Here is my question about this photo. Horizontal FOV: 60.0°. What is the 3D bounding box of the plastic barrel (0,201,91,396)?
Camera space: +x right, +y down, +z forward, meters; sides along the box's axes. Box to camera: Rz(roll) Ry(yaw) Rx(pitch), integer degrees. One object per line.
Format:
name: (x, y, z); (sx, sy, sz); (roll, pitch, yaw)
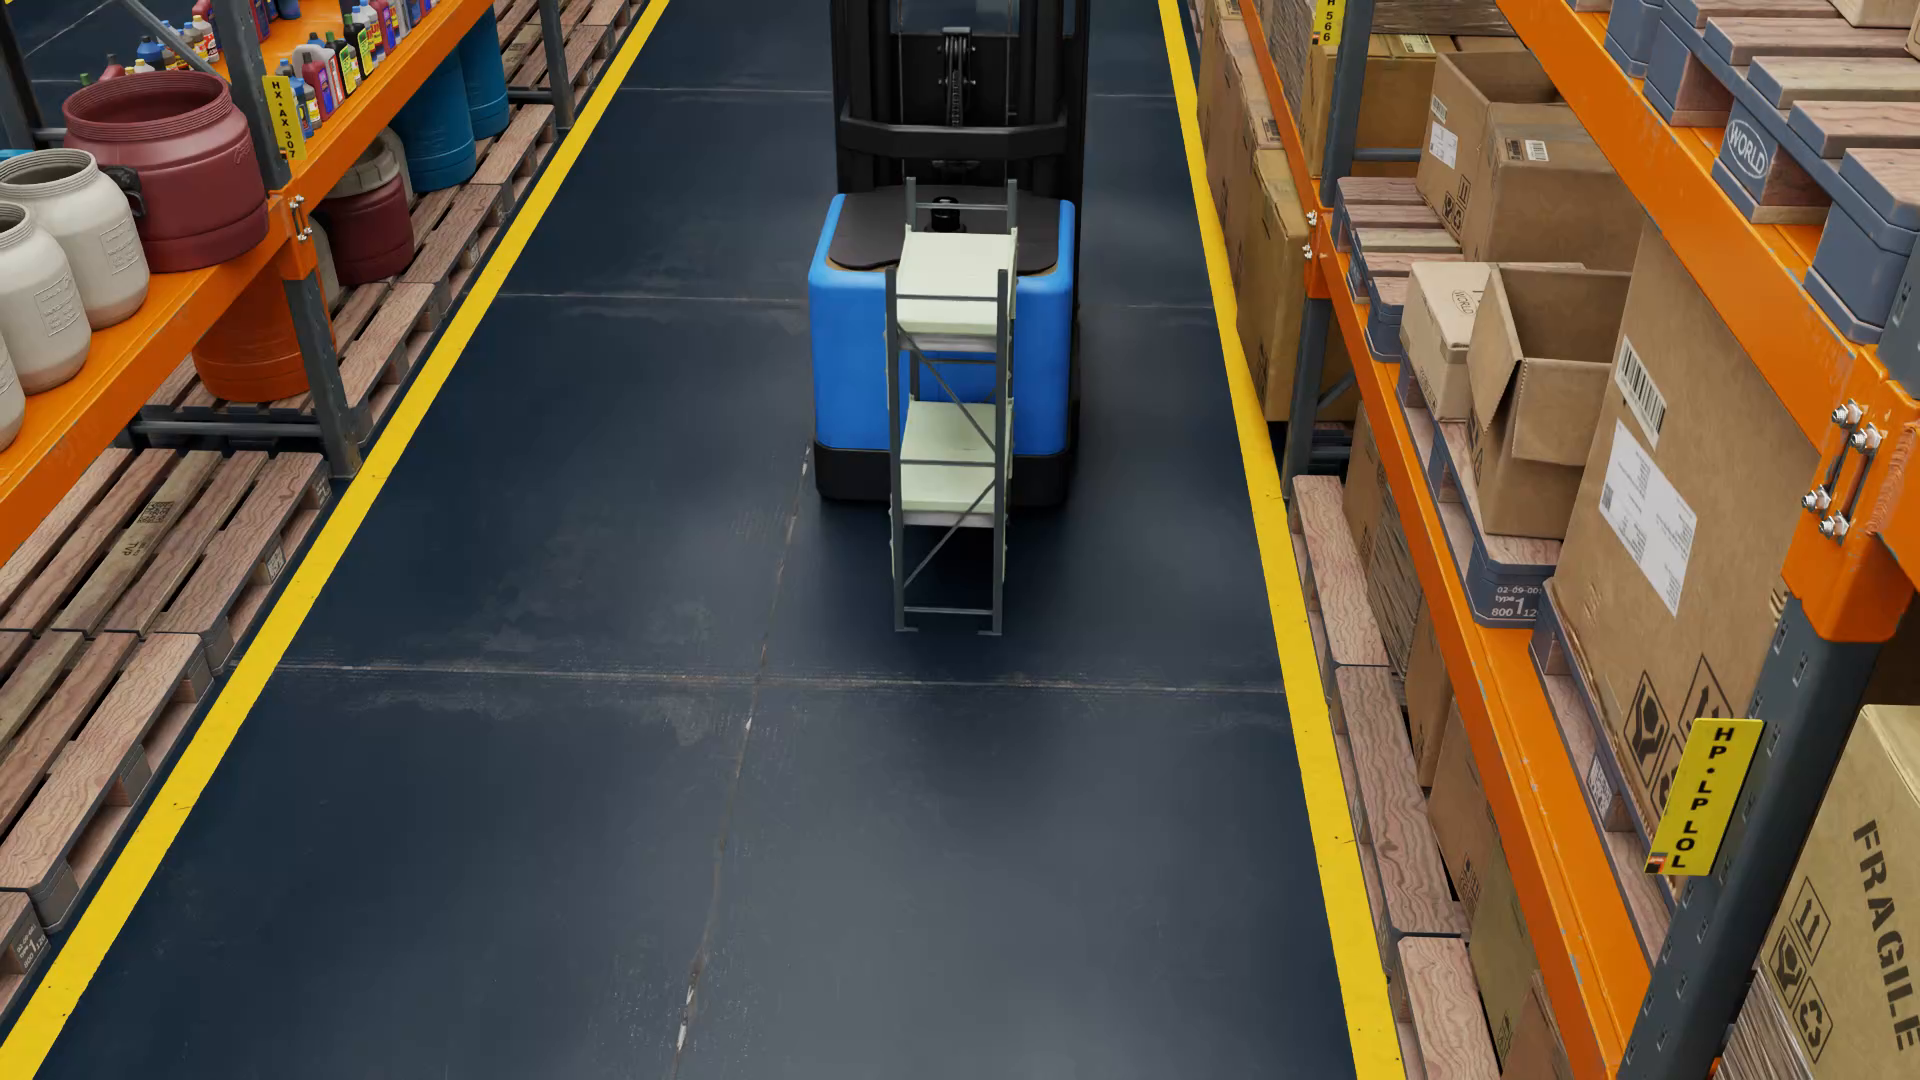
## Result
plastic barrel: (-2.935, -0.735, 5.091); (0.421, 0.512, 0.421); (0, 35, 0)

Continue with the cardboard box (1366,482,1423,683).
cardboard box: (1.843, 0.134, 5.742); (0.700, 0.500, 0.500); (-1, 35, -2)

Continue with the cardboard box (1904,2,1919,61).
cardboard box: (1.816, -0.824, 2.250); (0.797, 0.503, 0.637); (0, 35, 0)

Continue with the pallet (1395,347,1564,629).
pallet: (1.820, -0.197, 4.588); (1.003, 0.211, 1.213); (1, 35, 2)

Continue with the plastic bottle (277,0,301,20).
plastic bottle: (-3.271, -2.670, 8.052); (0.097, 0.271, 0.097); (0, 35, 0)

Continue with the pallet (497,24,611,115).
pallet: (-2.939, -3.108, 10.989); (1.003, 0.211, 1.213); (1, 35, 2)

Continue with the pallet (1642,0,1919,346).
pallet: (1.830, -0.618, 2.575); (1.213, 0.211, 1.003); (1, 35, 2)

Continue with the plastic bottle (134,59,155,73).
plastic bottle: (-3.464, -1.943, 7.079); (0.097, 0.201, 0.097); (0, 35, 0)

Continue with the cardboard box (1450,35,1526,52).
cardboard box: (2.150, -1.727, 6.512); (0.500, 0.500, 0.500); (2, 35, 3)

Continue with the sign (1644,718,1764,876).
sign: (1.144, 0.400, 2.565); (0.100, 0.325, 0.005); (1, 35, 2)

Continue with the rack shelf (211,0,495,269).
rack shelf: (-3.010, -2.382, 8.157); (1.077, 0.370, 4.000); (1, 35, 2)

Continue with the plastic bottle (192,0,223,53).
plastic bottle: (-3.454, -2.379, 7.628); (0.061, 0.283, 0.133); (1, 35, 2)

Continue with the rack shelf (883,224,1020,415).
rack shelf: (-0.019, -0.795, 5.897); (0.431, 0.370, 0.720); (2, 35, 3)

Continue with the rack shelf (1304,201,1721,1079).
rack shelf: (1.779, 0.030, 4.724); (1.077, 0.370, 4.000); (1, 35, 2)

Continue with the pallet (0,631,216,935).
pallet: (-3.212, 0.756, 5.490); (1.003, 0.211, 1.213); (1, 35, 2)

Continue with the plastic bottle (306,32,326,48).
plastic bottle: (-2.760, -2.049, 7.169); (0.097, 0.271, 0.097); (0, 35, 0)

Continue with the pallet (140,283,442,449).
pallet: (-3.100, -0.841, 7.763); (1.003, 0.211, 1.213); (1, 35, 2)

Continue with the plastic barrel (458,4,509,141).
plastic barrel: (-2.968, -2.827, 9.623); (0.600, 0.901, 0.708); (1, 35, 2)

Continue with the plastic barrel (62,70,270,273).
plastic barrel: (-2.806, -1.310, 5.887); (0.600, 0.536, 0.708); (1, 35, 2)

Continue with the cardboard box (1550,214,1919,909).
cardboard box: (1.870, 0.014, 3.234); (1.000, 1.000, 1.000); (2, 35, 2)

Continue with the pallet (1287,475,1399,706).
pallet: (1.826, 0.177, 6.315); (1.003, 0.211, 1.213); (1, 35, 2)

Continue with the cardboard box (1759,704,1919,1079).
cardboard box: (1.426, 0.566, 2.121); (0.500, 0.500, 0.500); (1, 35, 2)

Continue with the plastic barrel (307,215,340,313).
plastic barrel: (-3.154, -1.290, 7.775); (0.421, 0.512, 0.421); (0, 35, 0)

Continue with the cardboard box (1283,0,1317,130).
cardboard box: (1.657, -2.030, 6.942); (0.500, 0.500, 0.500); (1, 35, 1)

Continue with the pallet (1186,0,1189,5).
pallet: (2.226, -4.407, 12.838); (1.003, 0.211, 1.213); (1, 35, 2)

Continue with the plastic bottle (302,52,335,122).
plastic bottle: (-2.691, -1.909, 6.959); (0.061, 0.283, 0.133); (1, 35, 2)

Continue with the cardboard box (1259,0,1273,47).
cardboard box: (1.696, -2.620, 7.783); (0.500, 0.500, 0.500); (2, 35, 3)

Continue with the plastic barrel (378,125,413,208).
plastic barrel: (-3.109, -1.938, 8.698); (0.421, 0.512, 0.421); (0, 35, 0)

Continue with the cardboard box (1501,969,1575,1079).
cardboard box: (1.744, 1.375, 3.976); (0.700, 0.500, 0.500); (-1, 35, -2)

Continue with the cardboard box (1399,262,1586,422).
cardboard box: (1.562, -0.566, 4.712); (0.500, 0.250, 0.500); (0, 35, 1)

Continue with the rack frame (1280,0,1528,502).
rack frame: (1.859, -1.413, 6.152); (1.000, 3.000, 0.127); (1, 35, 2)

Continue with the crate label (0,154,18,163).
crate label: (-3.400, -0.978, 5.502); (0.502, 0.435, 0.616); (1, 35, 2)

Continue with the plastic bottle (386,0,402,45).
plastic bottle: (-2.671, -2.446, 7.733); (0.097, 0.271, 0.097); (0, 35, 0)

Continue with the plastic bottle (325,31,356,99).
plastic bottle: (-2.680, -2.063, 7.178); (0.061, 0.283, 0.133); (1, 35, 2)

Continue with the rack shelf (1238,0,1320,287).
rack shelf: (1.939, -2.268, 7.994); (1.077, 0.370, 4.000); (1, 35, 2)

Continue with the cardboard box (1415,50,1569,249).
cardboard box: (1.877, -1.315, 5.560); (0.500, 0.500, 0.500); (-3, 35, -4)

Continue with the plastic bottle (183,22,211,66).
plastic bottle: (-3.444, -2.223, 7.477); (0.097, 0.201, 0.097); (0, 35, 0)

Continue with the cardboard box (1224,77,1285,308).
cardboard box: (1.951, -1.624, 7.934); (1.225, 0.875, 0.875); (1, 35, 2)

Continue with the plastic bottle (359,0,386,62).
plastic bottle: (-2.680, -2.313, 7.545); (0.097, 0.271, 0.097); (0, 35, 0)

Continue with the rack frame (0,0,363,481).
rack frame: (-3.090, -1.528, 6.315); (1.000, 3.000, 0.127); (1, 35, 2)

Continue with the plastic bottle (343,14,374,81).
plastic bottle: (-2.671, -2.195, 7.367); (0.061, 0.283, 0.133); (1, 35, 2)

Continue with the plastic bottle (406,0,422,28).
plastic bottle: (-2.684, -2.637, 7.936); (0.144, 0.351, 0.185); (1, 35, 2)

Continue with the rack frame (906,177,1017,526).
rack frame: (0.005, -0.685, 6.421); (0.400, 1.500, 0.023); (2, 35, 3)

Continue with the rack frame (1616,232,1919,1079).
rack frame: (1.698, 0.885, 2.882); (1.000, 3.000, 0.127); (1, 35, 2)

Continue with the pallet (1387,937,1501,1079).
pallet: (1.728, 1.578, 4.321); (1.003, 0.211, 1.213); (1, 35, 2)

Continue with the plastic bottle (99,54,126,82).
plastic bottle: (-3.491, -1.855, 6.882); (0.061, 0.283, 0.133); (1, 35, 2)

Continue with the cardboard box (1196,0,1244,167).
cardboard box: (2.014, -2.646, 9.389); (1.225, 0.875, 0.875); (1, 35, 2)

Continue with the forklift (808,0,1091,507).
forklift: (0.018, -2.161, 7.276); (1.130, 2.935, 3.031); (2, 35, 3)

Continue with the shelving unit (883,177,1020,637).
shelving unit: (-0.019, -0.475, 6.122); (0.431, 1.500, 0.755); (2, 35, 3)

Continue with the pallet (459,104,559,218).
pallet: (-3.002, -2.243, 9.757); (1.003, 0.211, 1.213); (1, 35, 2)

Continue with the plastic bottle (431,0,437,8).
plastic bottle: (-2.649, -2.733, 8.203); (0.097, 0.201, 0.097); (0, 35, 0)

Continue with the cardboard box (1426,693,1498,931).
cardboard box: (1.805, 0.780, 4.822); (0.700, 0.500, 0.500); (-2, 35, -2)

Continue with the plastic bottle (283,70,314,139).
plastic bottle: (-2.718, -1.782, 6.789); (0.097, 0.271, 0.097); (0, 35, 0)

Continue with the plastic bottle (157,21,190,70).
plastic bottle: (-3.452, -2.139, 7.297); (0.097, 0.271, 0.097); (0, 35, 0)

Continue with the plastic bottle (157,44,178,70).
plastic bottle: (-3.456, -2.055, 7.238); (0.097, 0.201, 0.097); (0, 35, 0)
